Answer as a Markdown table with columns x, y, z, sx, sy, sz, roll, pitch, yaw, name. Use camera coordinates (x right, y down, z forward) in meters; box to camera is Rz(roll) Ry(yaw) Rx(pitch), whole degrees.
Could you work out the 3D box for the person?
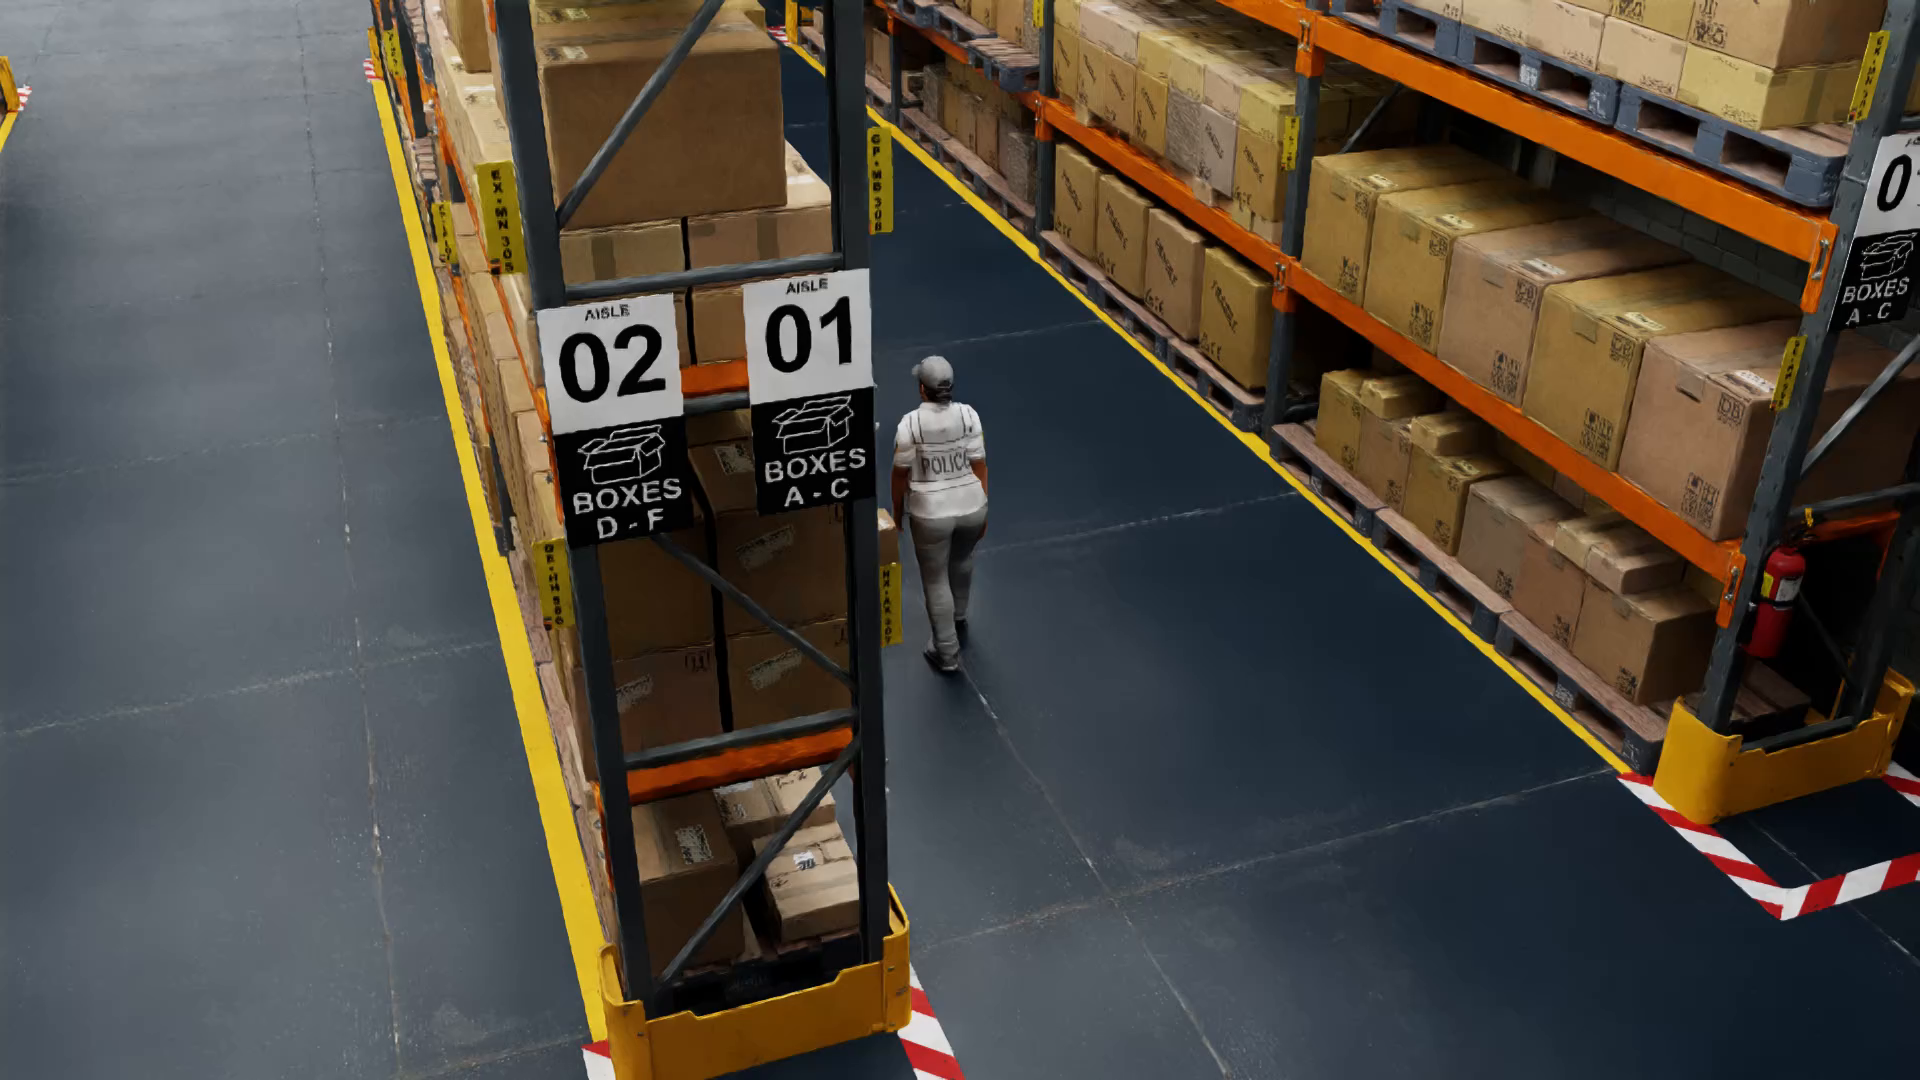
| x | y | z | sx | sy | sz | roll | pitch | yaw | name |
| --- | --- | --- | --- | --- | --- | --- | --- | --- | --- |
| -0.124 | -0.186 | 8.641 | 0.506 | 1.646 | 0.704 | -12 | 32 | -19 | person |
